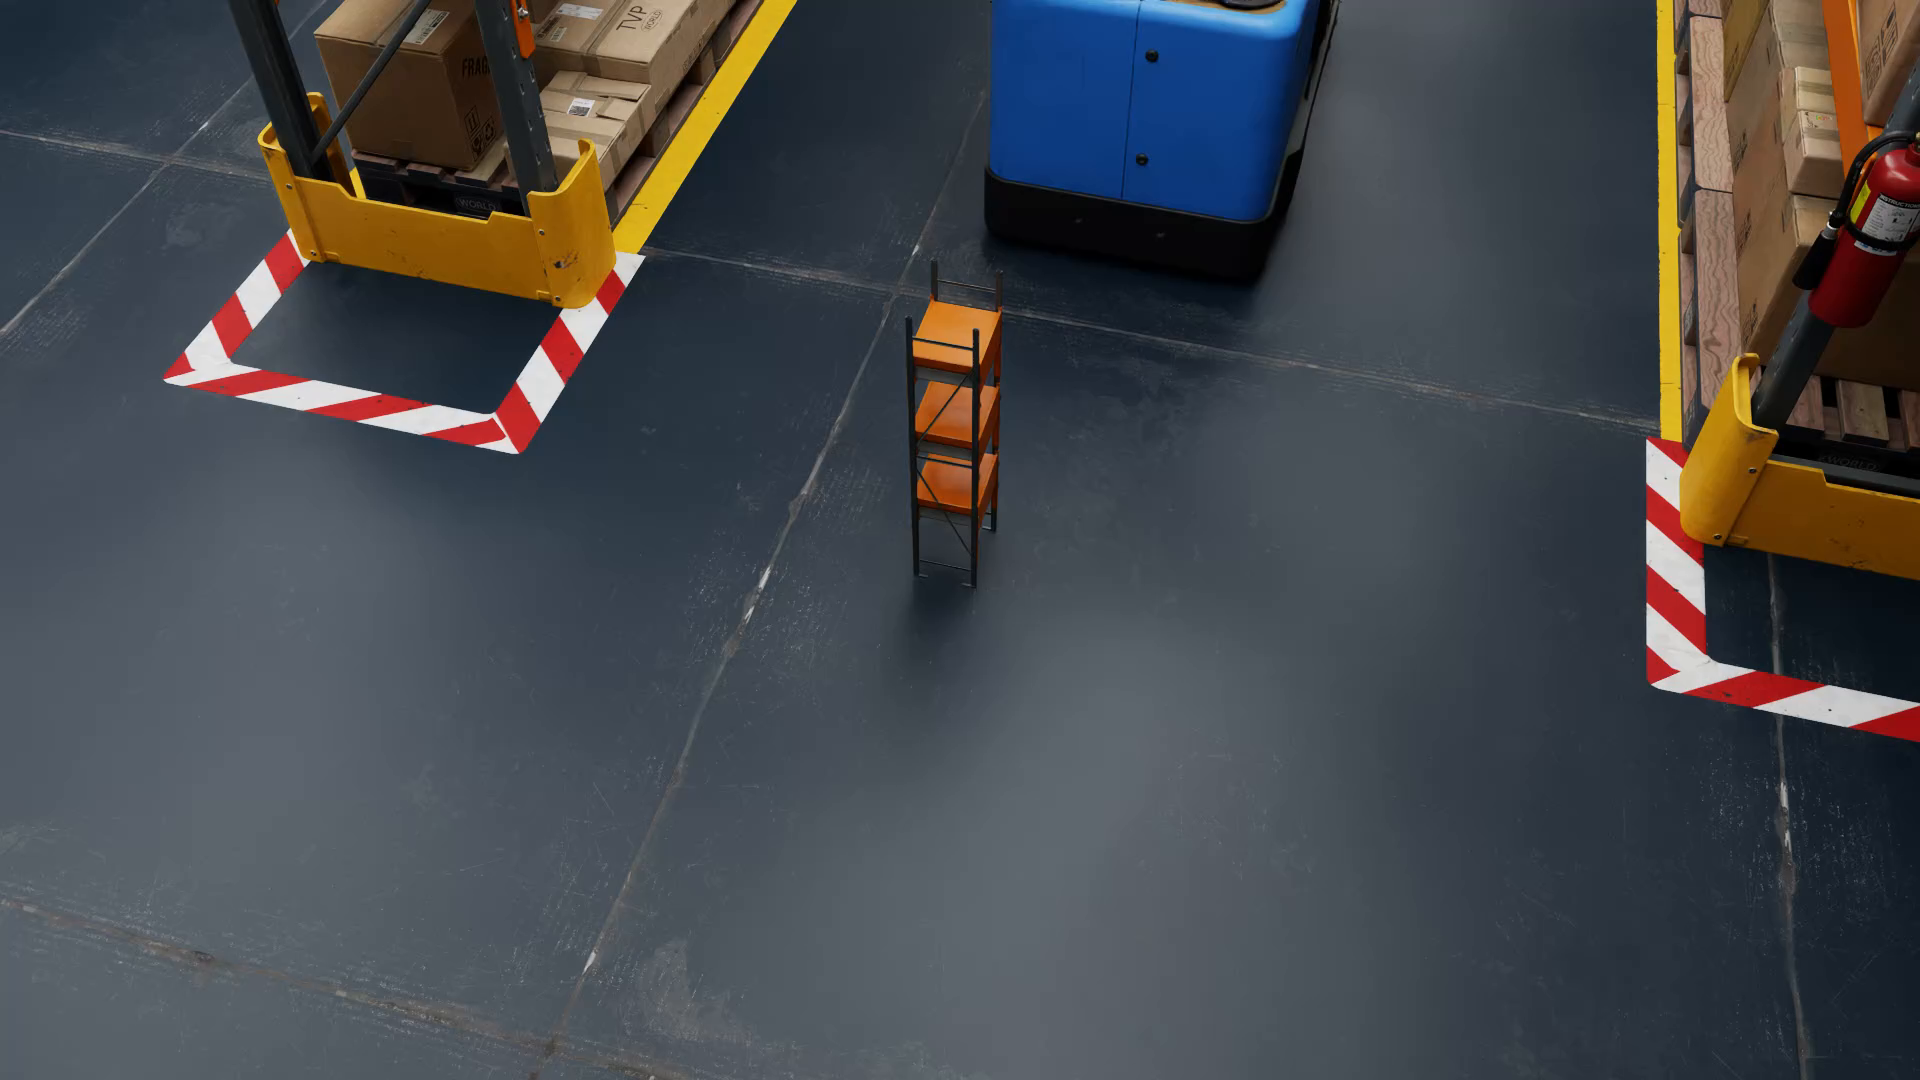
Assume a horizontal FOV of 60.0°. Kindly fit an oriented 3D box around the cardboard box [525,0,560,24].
[{"bbox_3d":[-1.702,-2.356,6.869,0.500,0.250,0.500,12,50,10],"label":"cardboard box"}]

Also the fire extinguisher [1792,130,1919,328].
[{"bbox_3d":[2.409,-0.855,4.304,0.296,0.674,0.183,12,50,10],"label":"fire extinguisher"}]

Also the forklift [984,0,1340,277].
[{"bbox_3d":[0.994,-3.050,5.987,1.130,2.935,3.031,12,50,11],"label":"forklift"}]

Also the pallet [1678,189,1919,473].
[{"bbox_3d":[3.028,-0.693,5.721,1.003,0.211,1.213,12,50,10],"label":"pallet"}]

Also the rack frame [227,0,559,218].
[{"bbox_3d":[-1.887,-1.997,5.012,1.000,3.000,0.127,12,50,10],"label":"rack frame"}]

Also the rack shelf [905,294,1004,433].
[{"bbox_3d":[-0.014,-0.489,4.617,0.215,0.259,0.240,12,50,10],"label":"rack shelf"}]

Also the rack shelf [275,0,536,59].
[{"bbox_3d":[-1.360,-3.206,6.558,1.077,0.370,4.000,12,50,10],"label":"rack shelf"}]

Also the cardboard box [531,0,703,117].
[{"bbox_3d":[-1.338,-1.932,6.495,0.500,0.250,0.500,12,50,10],"label":"cardboard box"}]

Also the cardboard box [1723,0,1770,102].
[{"bbox_3d":[3.378,-1.973,6.378,0.700,0.500,0.500,13,50,11],"label":"cardboard box"}]

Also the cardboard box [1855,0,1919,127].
[{"bbox_3d":[3.018,-1.492,4.366,0.980,0.700,0.700,14,50,12],"label":"cardboard box"}]

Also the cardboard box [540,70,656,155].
[{"bbox_3d":[-1.379,-1.621,6.276,0.380,0.166,0.250,12,50,10],"label":"cardboard box"}]

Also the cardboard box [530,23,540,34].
[{"bbox_3d":[-1.788,-1.922,6.542,0.380,0.166,0.250,12,50,10],"label":"cardboard box"}]

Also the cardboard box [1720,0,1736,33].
[{"bbox_3d":[3.515,-2.344,6.705,0.700,0.500,0.500,11,50,10],"label":"cardboard box"}]

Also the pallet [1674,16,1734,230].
[{"bbox_3d":[3.351,-1.573,6.498,1.003,0.211,1.213,12,50,10],"label":"pallet"}]

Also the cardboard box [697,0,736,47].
[{"bbox_3d":[-1.207,-2.293,6.814,0.500,0.250,0.500,12,50,10],"label":"cardboard box"}]

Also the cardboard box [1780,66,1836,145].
[{"bbox_3d":[2.906,-1.389,5.429,0.380,0.149,0.250,13,50,11],"label":"cardboard box"}]

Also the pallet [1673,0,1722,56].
[{"bbox_3d":[3.671,-2.458,7.279,1.003,0.211,1.213,12,50,10],"label":"pallet"}]

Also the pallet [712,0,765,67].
[{"bbox_3d":[-1.335,-2.586,7.392,1.003,0.211,1.213,12,50,10],"label":"pallet"}]

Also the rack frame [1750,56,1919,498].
[{"bbox_3d":[2.893,-1.022,4.152,1.000,3.000,0.127,12,50,10],"label":"rack frame"}]

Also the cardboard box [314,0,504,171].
[{"bbox_3d":[-1.981,-1.757,6.174,0.500,0.500,0.500,12,50,10],"label":"cardboard box"}]

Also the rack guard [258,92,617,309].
[{"bbox_3d":[-1.867,-1.225,5.998,1.175,0.500,0.348,12,50,10],"label":"rack guard"}]

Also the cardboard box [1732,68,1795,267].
[{"bbox_3d":[3.113,-1.222,5.715,0.700,0.500,0.500,11,50,10],"label":"cardboard box"}]

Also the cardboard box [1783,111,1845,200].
[{"bbox_3d":[2.839,-1.204,5.266,0.380,0.149,0.250,11,49,10],"label":"cardboard box"}]

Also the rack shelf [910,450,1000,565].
[{"bbox_3d":[-0.014,-0.118,5.039,0.215,0.259,0.240,12,50,10],"label":"rack shelf"}]

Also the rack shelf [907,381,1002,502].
[{"bbox_3d":[-0.014,-0.302,4.830,0.215,0.259,0.240,12,50,10],"label":"rack shelf"}]

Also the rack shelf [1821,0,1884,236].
[{"bbox_3d":[3.420,-2.231,5.698,1.077,0.370,4.000,12,50,10],"label":"rack shelf"}]

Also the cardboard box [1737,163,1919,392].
[{"bbox_3d":[2.981,-0.860,5.396,0.700,0.500,0.500,12,50,10],"label":"cardboard box"}]

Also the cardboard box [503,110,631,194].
[{"bbox_3d":[-1.445,-1.434,6.123,0.380,0.149,0.250,12,50,10],"label":"cardboard box"}]

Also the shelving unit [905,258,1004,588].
[{"bbox_3d":[-0.014,-0.309,4.822,0.215,1.050,0.252,12,50,10],"label":"shelving unit"}]

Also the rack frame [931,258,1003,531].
[{"bbox_3d":[0.018,-0.397,4.900,0.200,1.050,0.008,12,50,10],"label":"rack frame"}]

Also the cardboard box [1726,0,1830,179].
[{"bbox_3d":[3.245,-1.586,6.036,0.700,0.500,0.500,10,49,9],"label":"cardboard box"}]

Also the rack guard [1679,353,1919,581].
[{"bbox_3d":[2.887,-0.178,5.073,1.175,0.500,0.348,12,50,10],"label":"rack guard"}]

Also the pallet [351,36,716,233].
[{"bbox_3d":[-1.658,-1.706,6.615,1.003,0.211,1.213,12,50,10],"label":"pallet"}]

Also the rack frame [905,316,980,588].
[{"bbox_3d":[-0.046,-0.220,4.744,0.200,1.050,0.008,12,50,10],"label":"rack frame"}]
